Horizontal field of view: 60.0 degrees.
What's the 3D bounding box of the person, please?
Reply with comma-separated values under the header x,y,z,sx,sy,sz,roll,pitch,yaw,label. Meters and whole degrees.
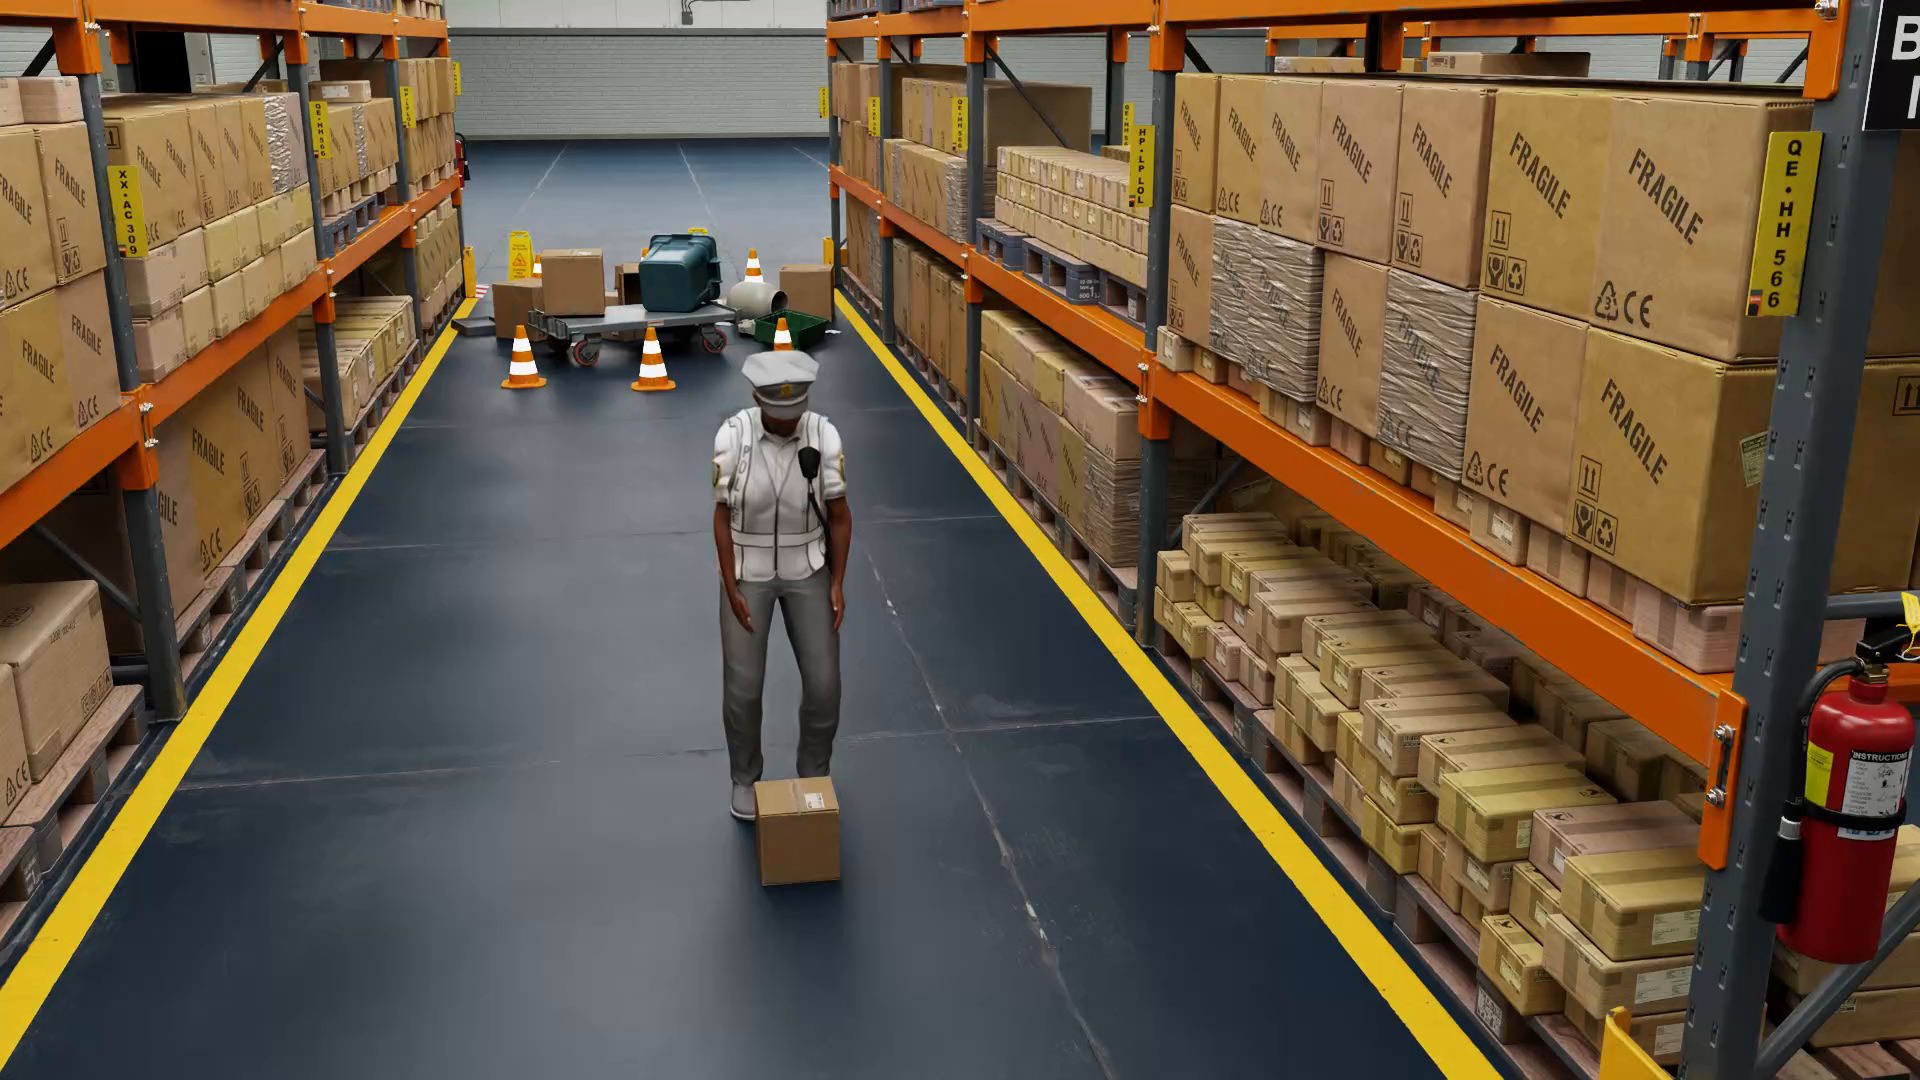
x,y,z,sx,sy,sz,roll,pitch,yaw,label
-0.592,0.157,5.618,0.461,1.615,0.460,-3,17,-9,person
